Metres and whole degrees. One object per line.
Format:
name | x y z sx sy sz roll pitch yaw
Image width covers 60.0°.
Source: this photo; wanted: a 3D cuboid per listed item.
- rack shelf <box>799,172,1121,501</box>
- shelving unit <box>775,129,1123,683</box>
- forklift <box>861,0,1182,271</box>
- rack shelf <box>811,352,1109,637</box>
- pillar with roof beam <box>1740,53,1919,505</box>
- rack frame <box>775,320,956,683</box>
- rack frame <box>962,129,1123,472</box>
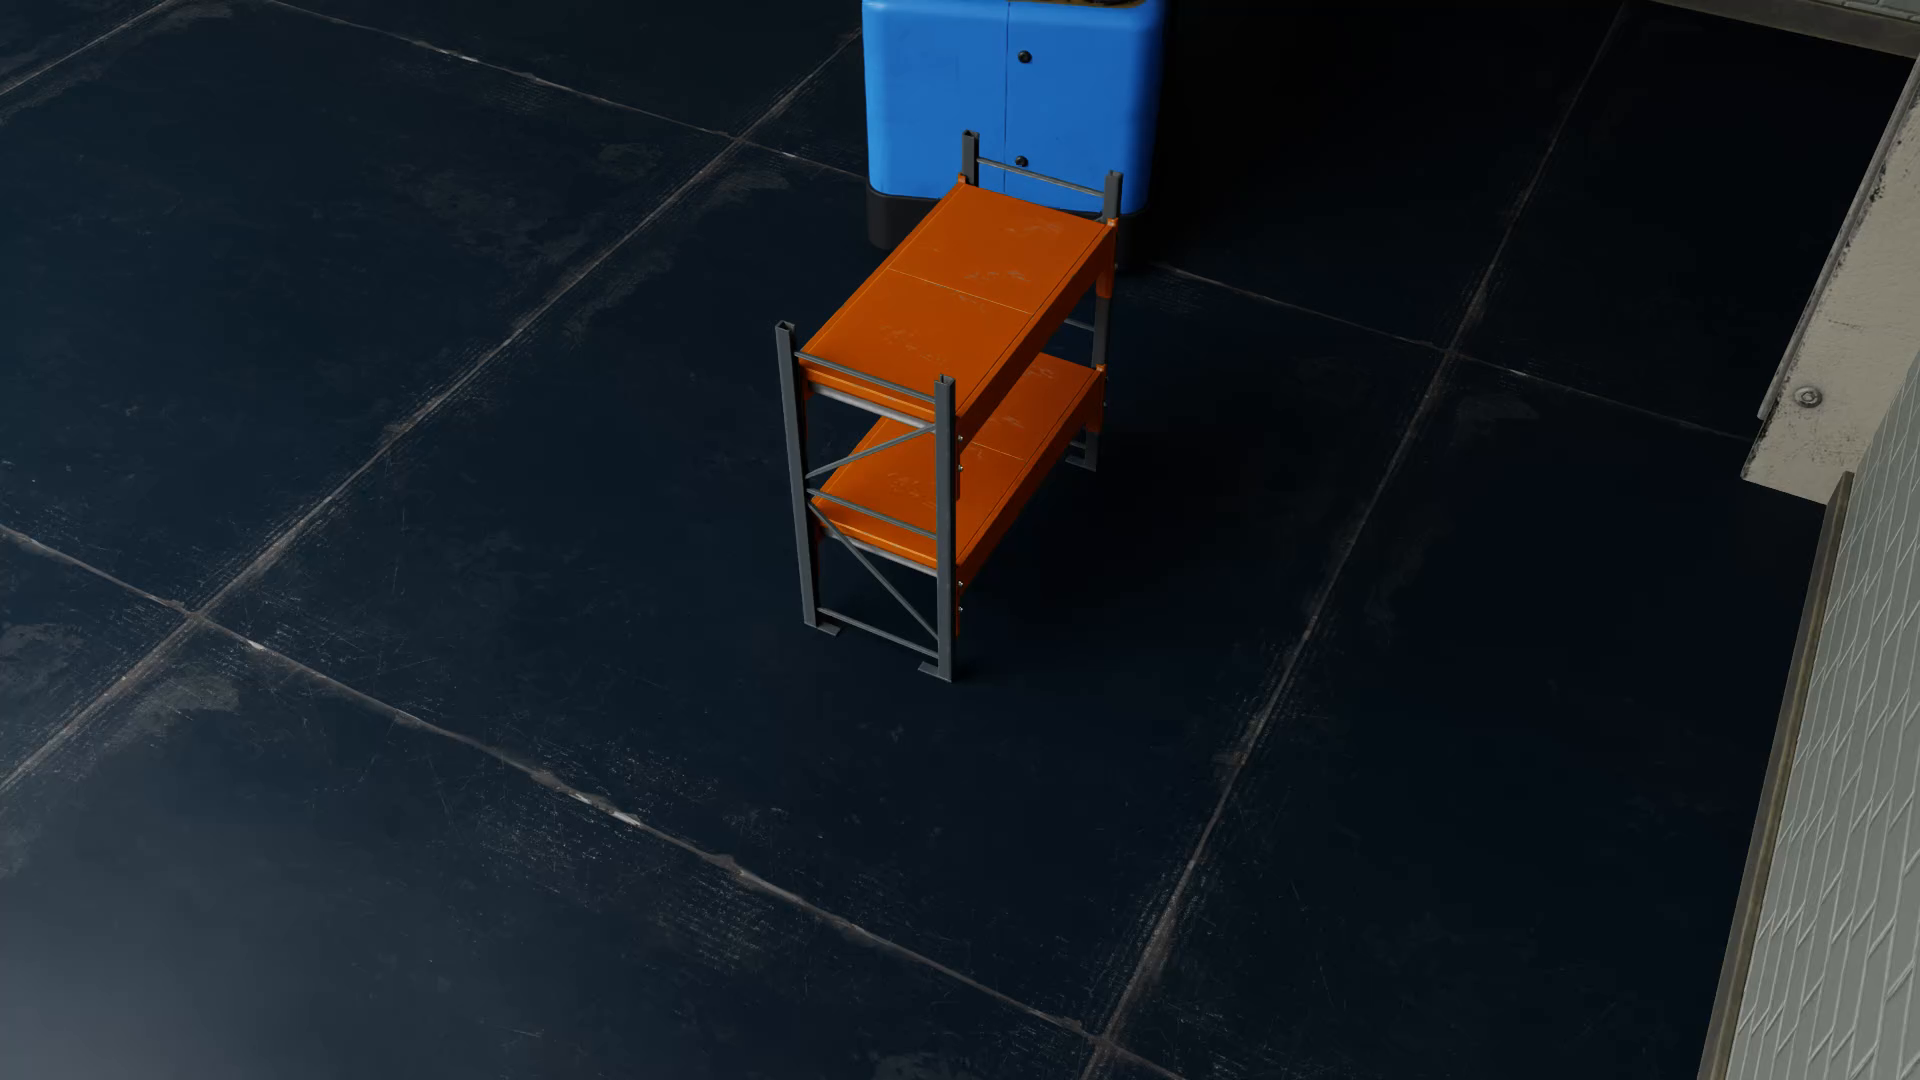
rack shelf | -0.003 -0.597 4.638 0.538 0.278 1.000 20 49 19
shelving unit | -0.003 -0.391 4.846 0.538 1.125 1.048 20 49 19
forklift | 0.384 -3.079 6.232 1.130 2.935 3.031 6 46 6
rack shelf | -0.003 -0.219 5.020 0.538 0.278 1.000 20 49 19
pillar with roof beam | -1.028 -4.862 3.728 9.100 9.000 0.400 20 49 19
rack frame | -0.239 -0.071 4.529 0.500 1.125 0.032 20 49 19
rack frame | 0.233 -0.711 5.162 0.500 1.125 0.032 20 49 19
